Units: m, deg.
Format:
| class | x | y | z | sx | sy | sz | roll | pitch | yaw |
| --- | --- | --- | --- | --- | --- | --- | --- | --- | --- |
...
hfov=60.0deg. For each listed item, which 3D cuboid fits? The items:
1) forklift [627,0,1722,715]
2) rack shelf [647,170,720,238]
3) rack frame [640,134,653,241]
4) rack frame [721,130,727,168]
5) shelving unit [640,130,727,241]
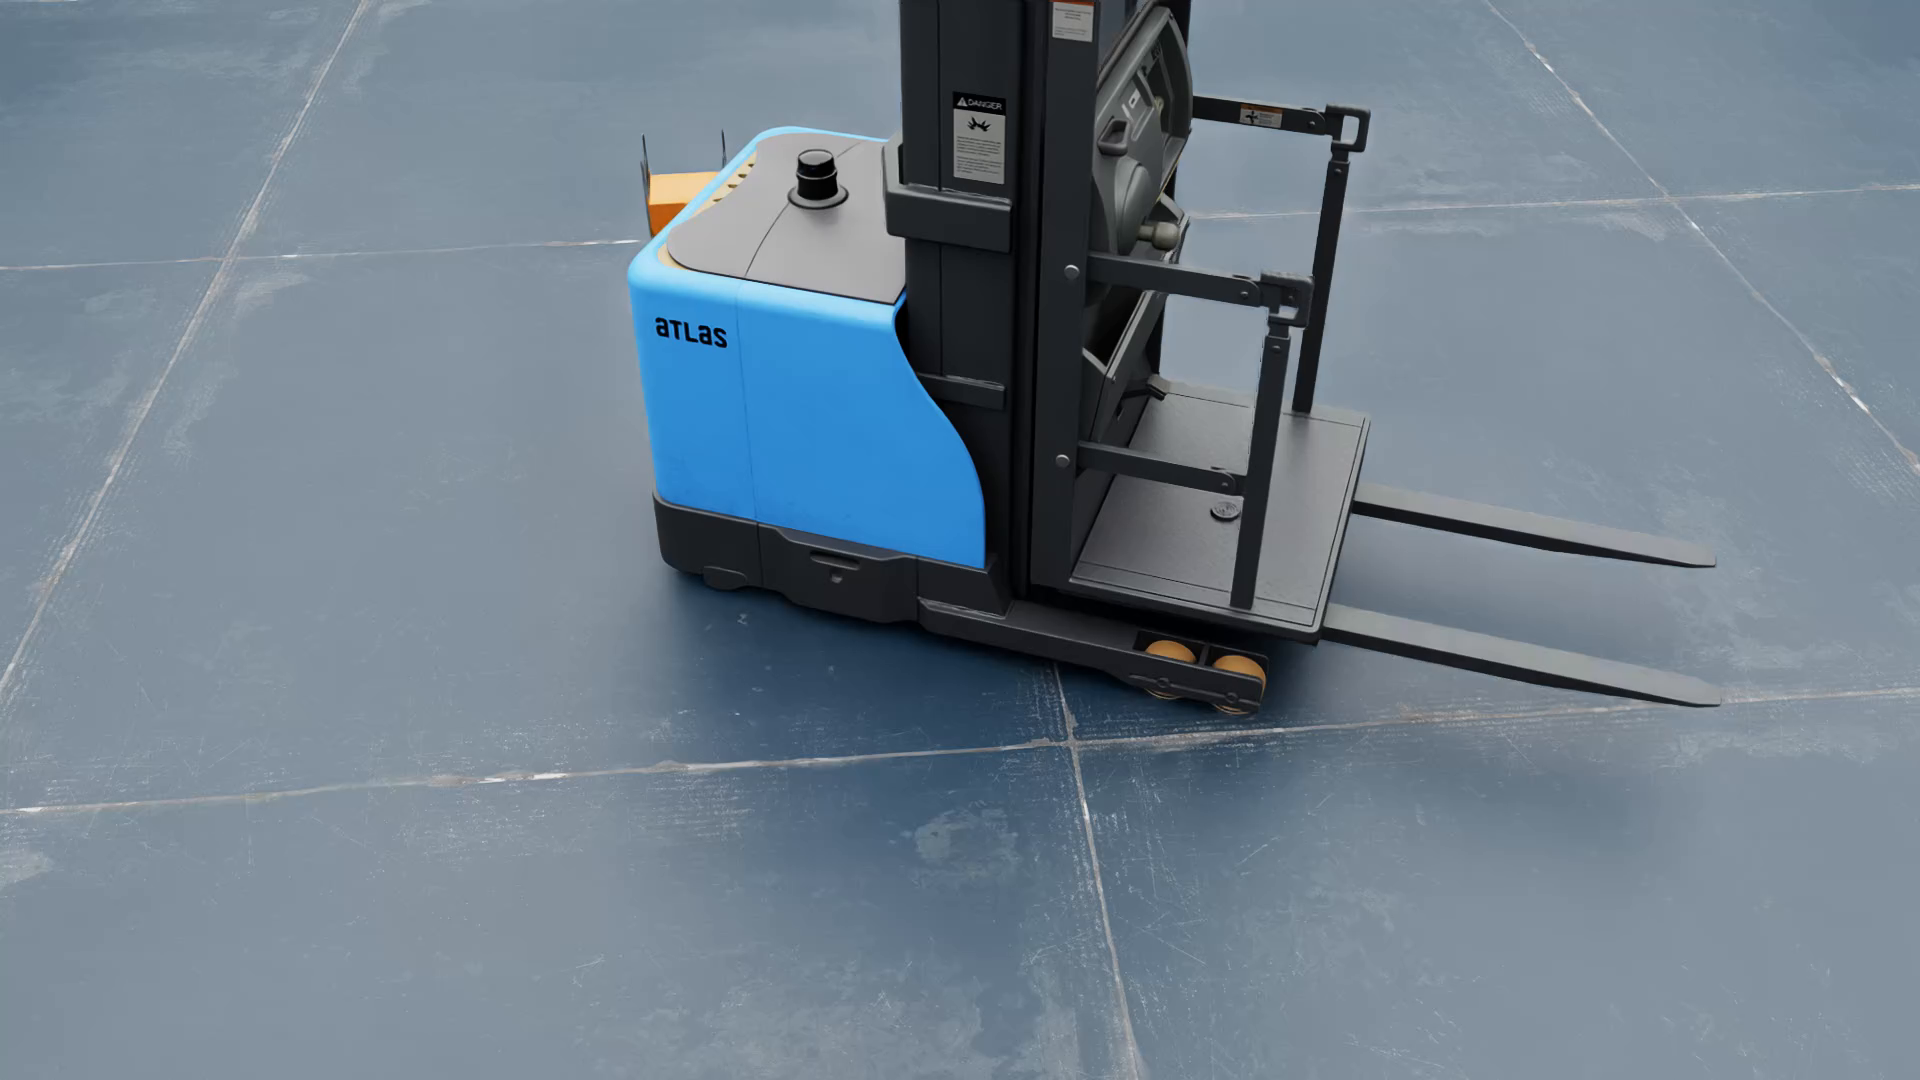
| class | x | y | z | sx | sy | sz | roll | pitch | yaw |
| --- | --- | --- | --- | --- | --- | --- | --- | --- | --- |
| forklift | 0.657 | -1.036 | 4.197 | 3.031 | 2.935 | 1.130 | 12 | 40 | 14 |
| rack shelf | -0.848 | -1.008 | 5.239 | 0.240 | 0.259 | 0.215 | -4 | 38 | -6 |
| rack frame | -0.969 | -0.784 | 5.397 | 0.008 | 1.050 | 0.200 | -4 | 38 | -6 |
| rack frame | -0.727 | -0.803 | 5.420 | 0.008 | 1.050 | 0.200 | -4 | 38 | -6 |
| shelving unit | -0.848 | -0.794 | 5.408 | 0.252 | 1.050 | 0.215 | -4 | 38 | -6 |
